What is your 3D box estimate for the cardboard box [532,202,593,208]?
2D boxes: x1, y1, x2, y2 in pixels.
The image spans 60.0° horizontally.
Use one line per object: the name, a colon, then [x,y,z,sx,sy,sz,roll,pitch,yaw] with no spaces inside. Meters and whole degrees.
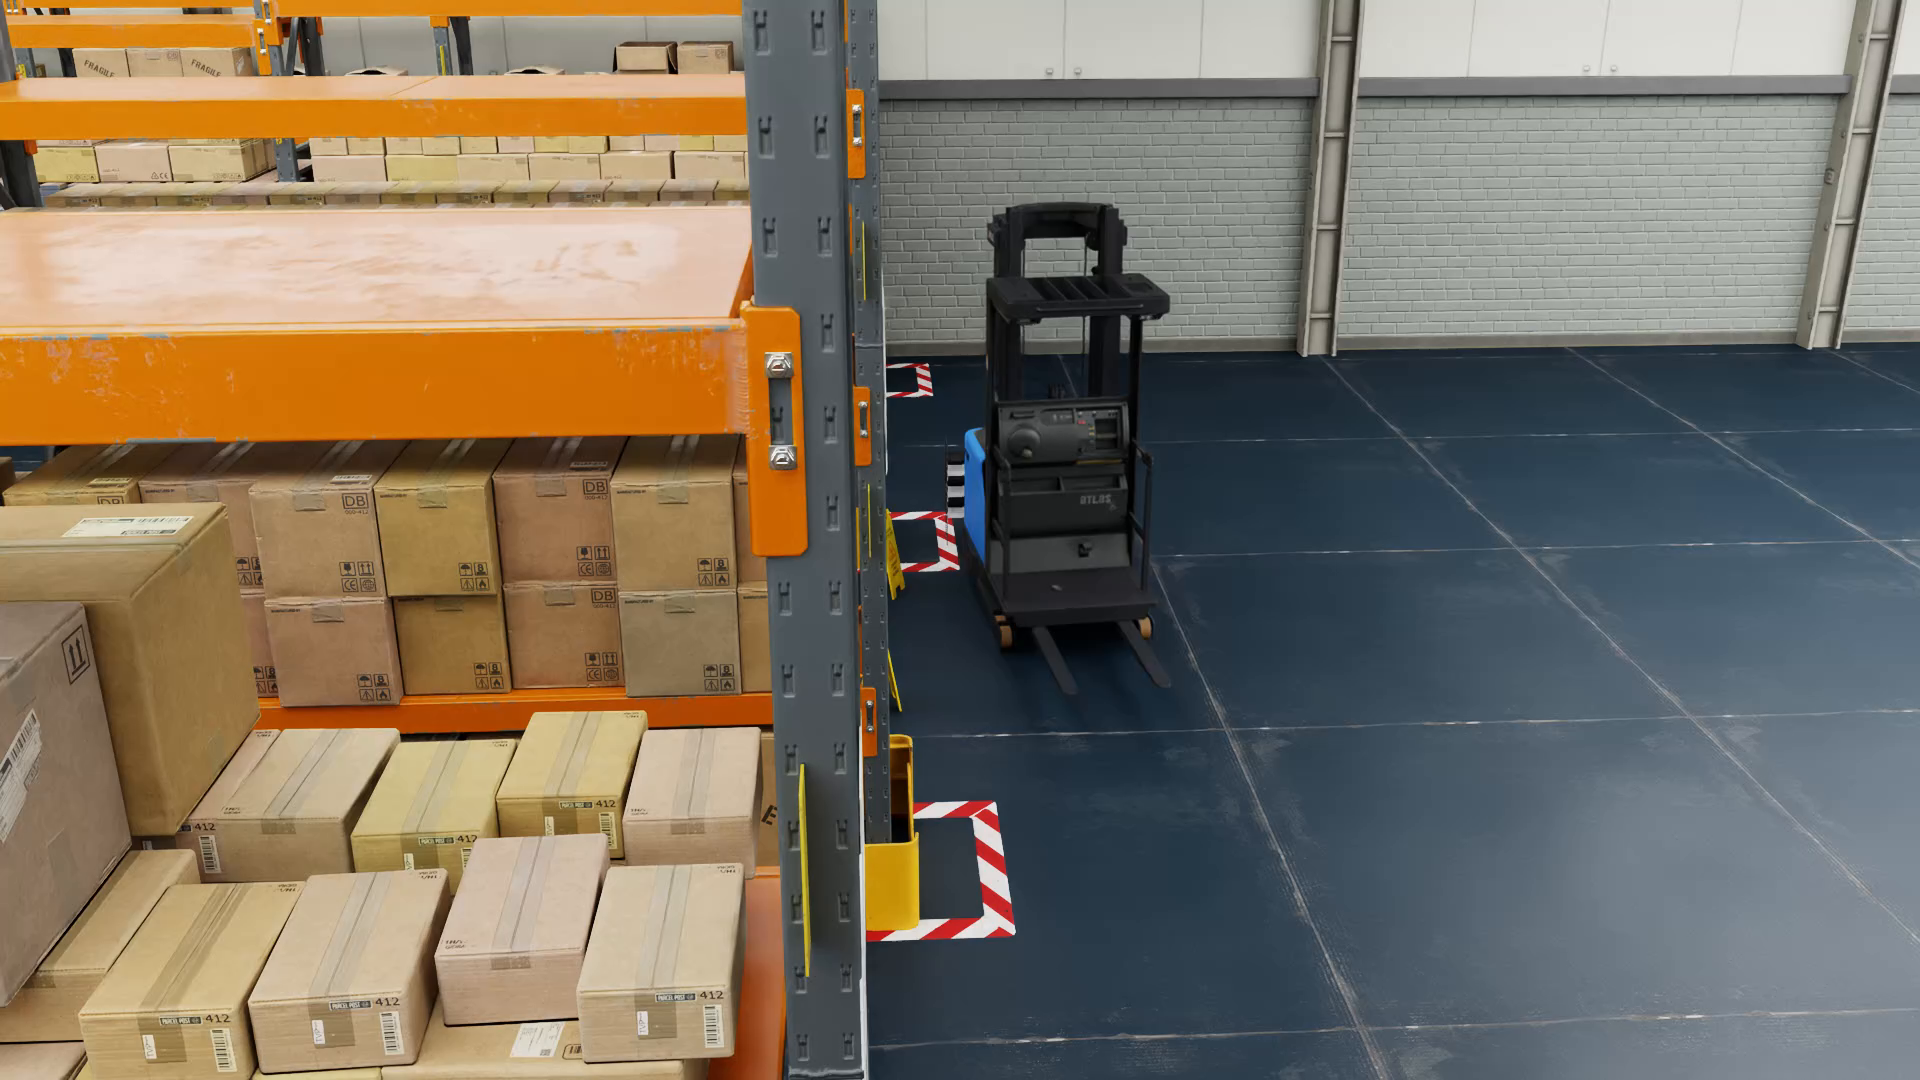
cardboard box: [-1.765,-1.382,7.322,0.250,0.149,0.380,-1,21,-3]

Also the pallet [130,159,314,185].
pallet: [-5.435,-2.644,12.399,1.003,0.211,1.213,-1,21,-3]

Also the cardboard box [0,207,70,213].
cardboard box: [-4.046,-1.335,7.199,0.250,0.149,0.380,-1,21,-3]

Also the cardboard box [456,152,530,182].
cardboard box: [-3.342,-2.707,12.092,0.500,0.250,0.500,-1,21,-3]

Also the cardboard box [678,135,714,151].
cardboard box: [-1.909,-2.942,12.148,0.250,0.149,0.380,-1,21,-3]

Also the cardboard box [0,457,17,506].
cardboard box: [-4.924,-0.051,7.992,0.500,0.500,0.700,-2,21,-4]

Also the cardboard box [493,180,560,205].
cardboard box: [-2.056,-1.611,7.922,0.250,0.149,0.380,-1,21,-4]

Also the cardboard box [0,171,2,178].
cardboard box: [-7.285,-2.715,12.176,0.637,0.503,0.797,-1,21,-3]

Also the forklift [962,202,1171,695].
forklift: [0.761,-0.744,11.456,1.130,2.935,3.031,-3,21,-9]

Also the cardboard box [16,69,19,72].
cardboard box: [-9.419,-4.532,16.326,0.250,0.149,0.380,0,21,-1]

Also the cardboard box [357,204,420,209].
cardboard box: [-2.527,-1.366,7.280,0.250,0.149,0.380,-1,21,-3]

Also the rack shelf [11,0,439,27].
rack shelf: [-7.096,-5.308,16.489,4.000,0.370,1.077,-1,21,-3]

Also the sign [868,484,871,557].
sign: [-0.418,-0.089,7.678,0.005,0.325,0.100,-1,21,-3]

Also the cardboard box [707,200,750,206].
cardboard box: [-1.002,-1.398,7.363,0.250,0.149,0.380,-1,21,-3]

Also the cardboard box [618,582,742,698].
cardboard box: [-1.351,0.342,8.295,0.550,0.550,0.875,-1,21,-3]

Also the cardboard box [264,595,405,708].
cardboard box: [-2.968,0.381,8.194,0.550,0.550,0.875,-1,21,-3]

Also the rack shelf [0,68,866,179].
rack shelf: [-2.432,-1.870,7.458,4.000,0.370,1.077,-1,21,-3]

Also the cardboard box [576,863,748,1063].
cardboard box: [-0.513,0.732,2.916,0.250,0.149,0.380,-1,21,-3]

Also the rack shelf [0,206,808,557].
rack shelf: [-2.250,-0.291,2.755,4.000,0.370,1.077,-1,21,-3]

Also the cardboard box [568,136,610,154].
cardboard box: [-2.669,-2.889,12.009,0.250,0.149,0.380,-1,21,-2]

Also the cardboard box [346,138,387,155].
cardboard box: [-4.221,-2.868,11.956,0.250,0.149,0.380,-1,21,-1]

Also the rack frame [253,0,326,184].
rack frame: [-4.812,-4.109,11.766,0.127,3.000,1.000,-1,21,-3]

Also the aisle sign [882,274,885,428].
aisle sign: [-0.382,-0.953,8.255,0.004,0.787,0.394,-1,21,-3]

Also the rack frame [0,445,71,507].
rack frame: [-4.429,0.451,8.220,0.127,3.000,1.000,-1,21,-3]

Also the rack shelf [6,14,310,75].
rack shelf: [-6.809,-3.545,11.858,4.000,0.370,1.077,-1,21,-3]

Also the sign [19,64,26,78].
sign: [-9.064,-4.438,16.119,0.005,0.325,0.100,-1,21,-3]

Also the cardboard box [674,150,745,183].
cardboard box: [-1.818,-2.746,12.195,0.500,0.250,0.500,-1,21,-4]

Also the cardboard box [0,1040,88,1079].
cardboard box: [-1.730,0.921,2.982,0.500,0.250,0.500,-1,21,-2]

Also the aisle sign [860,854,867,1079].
aisle sign: [-0.174,1.024,3.061,0.004,0.787,0.394,-1,21,-3]

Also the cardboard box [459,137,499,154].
cardboard box: [-3.449,-2.889,12.011,0.250,0.149,0.380,-2,21,-5]

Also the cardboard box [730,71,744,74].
cardboard box: [-2.169,-4.602,16.734,0.258,0.266,0.396,-1,21,-3]

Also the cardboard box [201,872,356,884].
cardboard box: [-1.263,0.733,3.475,0.500,0.250,0.500,-2,21,-4]

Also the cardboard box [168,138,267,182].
cardboard box: [-5.387,-2.770,12.085,0.500,0.250,0.500,-2,21,-4]

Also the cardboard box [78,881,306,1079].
cardboard box: [-1.295,0.754,2.859,0.250,0.149,0.380,-1,21,-3]

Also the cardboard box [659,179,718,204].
cardboard box: [-1.292,-1.626,7.963,0.250,0.149,0.380,-1,21,-4]

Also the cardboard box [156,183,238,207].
cardboard box: [-3.579,-1.579,7.840,0.250,0.149,0.380,-1,21,-3]

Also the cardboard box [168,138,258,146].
cardboard box: [-5.384,-3.010,12.013,0.500,0.250,0.500,-1,21,-2]

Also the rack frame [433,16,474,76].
rack frame: [-5.099,-5.872,16.397,0.127,3.000,1.000,-1,21,-3]

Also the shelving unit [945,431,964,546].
shelving unit: [-0.008,-0.420,13.460,0.210,0.900,0.258,-1,21,-3]

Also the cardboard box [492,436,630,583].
cardboard box: [-1.919,-0.204,8.212,0.550,0.550,0.875,-1,21,-3]

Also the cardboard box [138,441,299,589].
cardboard box: [-3.516,-0.171,8.127,0.550,0.550,0.875,-1,21,-3]

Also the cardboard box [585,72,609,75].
cardboard box: [-3.600,-4.573,16.658,0.258,0.266,0.396,-2,21,-4]

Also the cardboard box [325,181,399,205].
cardboard box: [-2.822,-1.595,7.880,0.250,0.149,0.380,-1,21,-4]

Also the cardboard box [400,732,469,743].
cardboard box: [-2.897,1.240,8.543,0.875,0.875,0.875,-1,21,-3]

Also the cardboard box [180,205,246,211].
cardboard box: [-3.285,-1.351,7.241,0.250,0.149,0.380,-1,21,-4]

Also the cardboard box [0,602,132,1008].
cardboard box: [-1.786,0.434,2.788,0.500,0.500,0.500,-1,21,-3]

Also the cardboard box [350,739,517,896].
cardboard box: [-1.051,0.559,3.371,0.250,0.149,0.380,-2,21,-4]

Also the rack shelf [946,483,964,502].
rack shelf: [-0.008,-0.389,13.472,0.200,0.077,0.258,-1,21,-3]

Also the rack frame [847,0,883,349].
rack frame: [-0.435,-2.434,7.366,0.127,3.000,1.000,-1,21,-3]

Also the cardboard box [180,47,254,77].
cardboard box: [-7.340,-4.627,16.472,0.500,0.500,0.500,-1,21,-2]

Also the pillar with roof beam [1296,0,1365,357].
pillar with roof beam: [4.383,-4.852,13.717,0.400,9.000,9.100,-1,21,-3]

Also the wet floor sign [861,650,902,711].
wet floor sign: [-0.520,0.766,10.701,0.232,0.644,0.267,-5,21,-12]

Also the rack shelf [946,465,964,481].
rack shelf: [-0.008,-0.558,13.408,0.200,0.077,0.258,-1,21,-3]
